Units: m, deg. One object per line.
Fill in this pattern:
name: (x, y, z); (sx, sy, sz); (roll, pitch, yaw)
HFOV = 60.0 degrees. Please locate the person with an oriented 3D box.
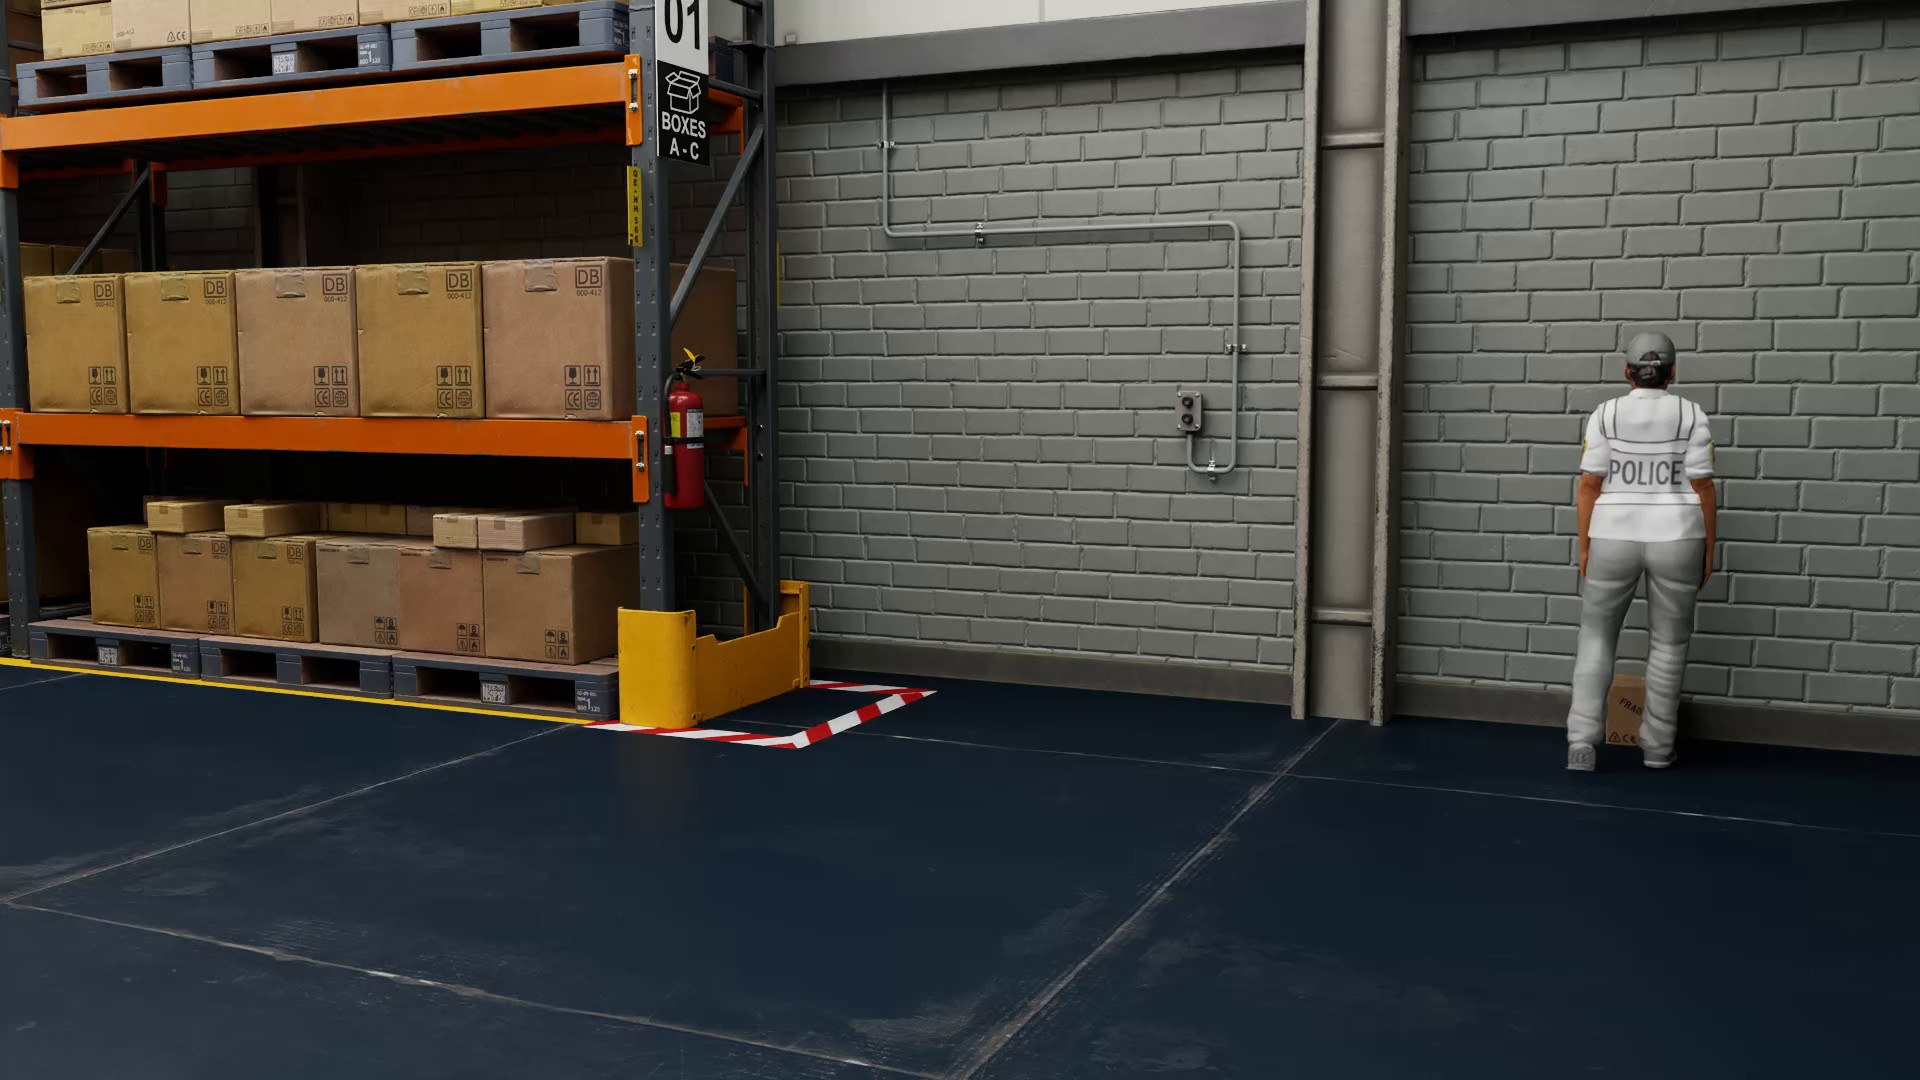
person: (2.603, 0.077, 6.333); (0.492, 1.733, 0.453); (3, 6, 24)
